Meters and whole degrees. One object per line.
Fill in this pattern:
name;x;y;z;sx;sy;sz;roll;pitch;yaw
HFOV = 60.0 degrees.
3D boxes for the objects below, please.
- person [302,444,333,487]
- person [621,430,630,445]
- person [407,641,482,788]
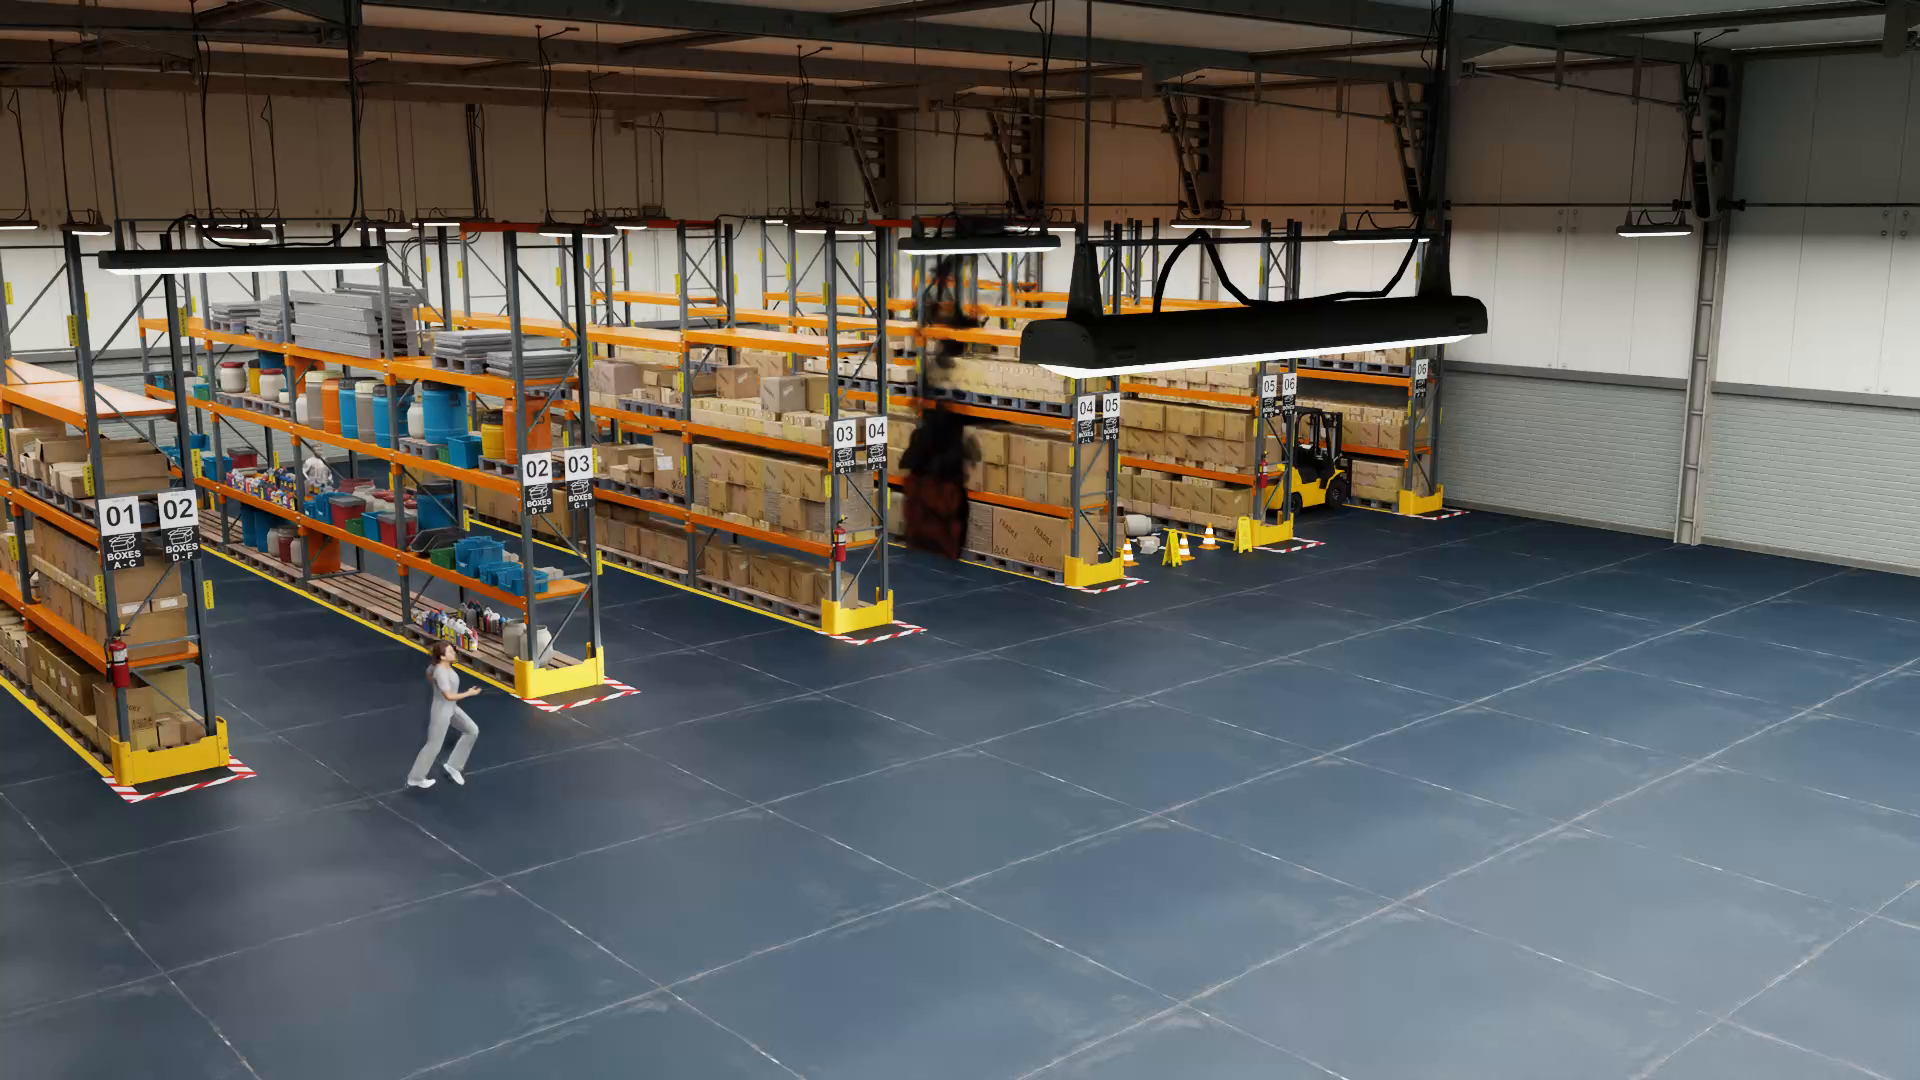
person;-12.847;-1.124;33.329;0.584;1.646;0.605;8;14;35
person;-8.500;-2.812;41.512;0.622;1.682;0.755;2;12;8
person;-5.644;1.904;18.211;0.829;1.660;0.571;-2;12;-8
